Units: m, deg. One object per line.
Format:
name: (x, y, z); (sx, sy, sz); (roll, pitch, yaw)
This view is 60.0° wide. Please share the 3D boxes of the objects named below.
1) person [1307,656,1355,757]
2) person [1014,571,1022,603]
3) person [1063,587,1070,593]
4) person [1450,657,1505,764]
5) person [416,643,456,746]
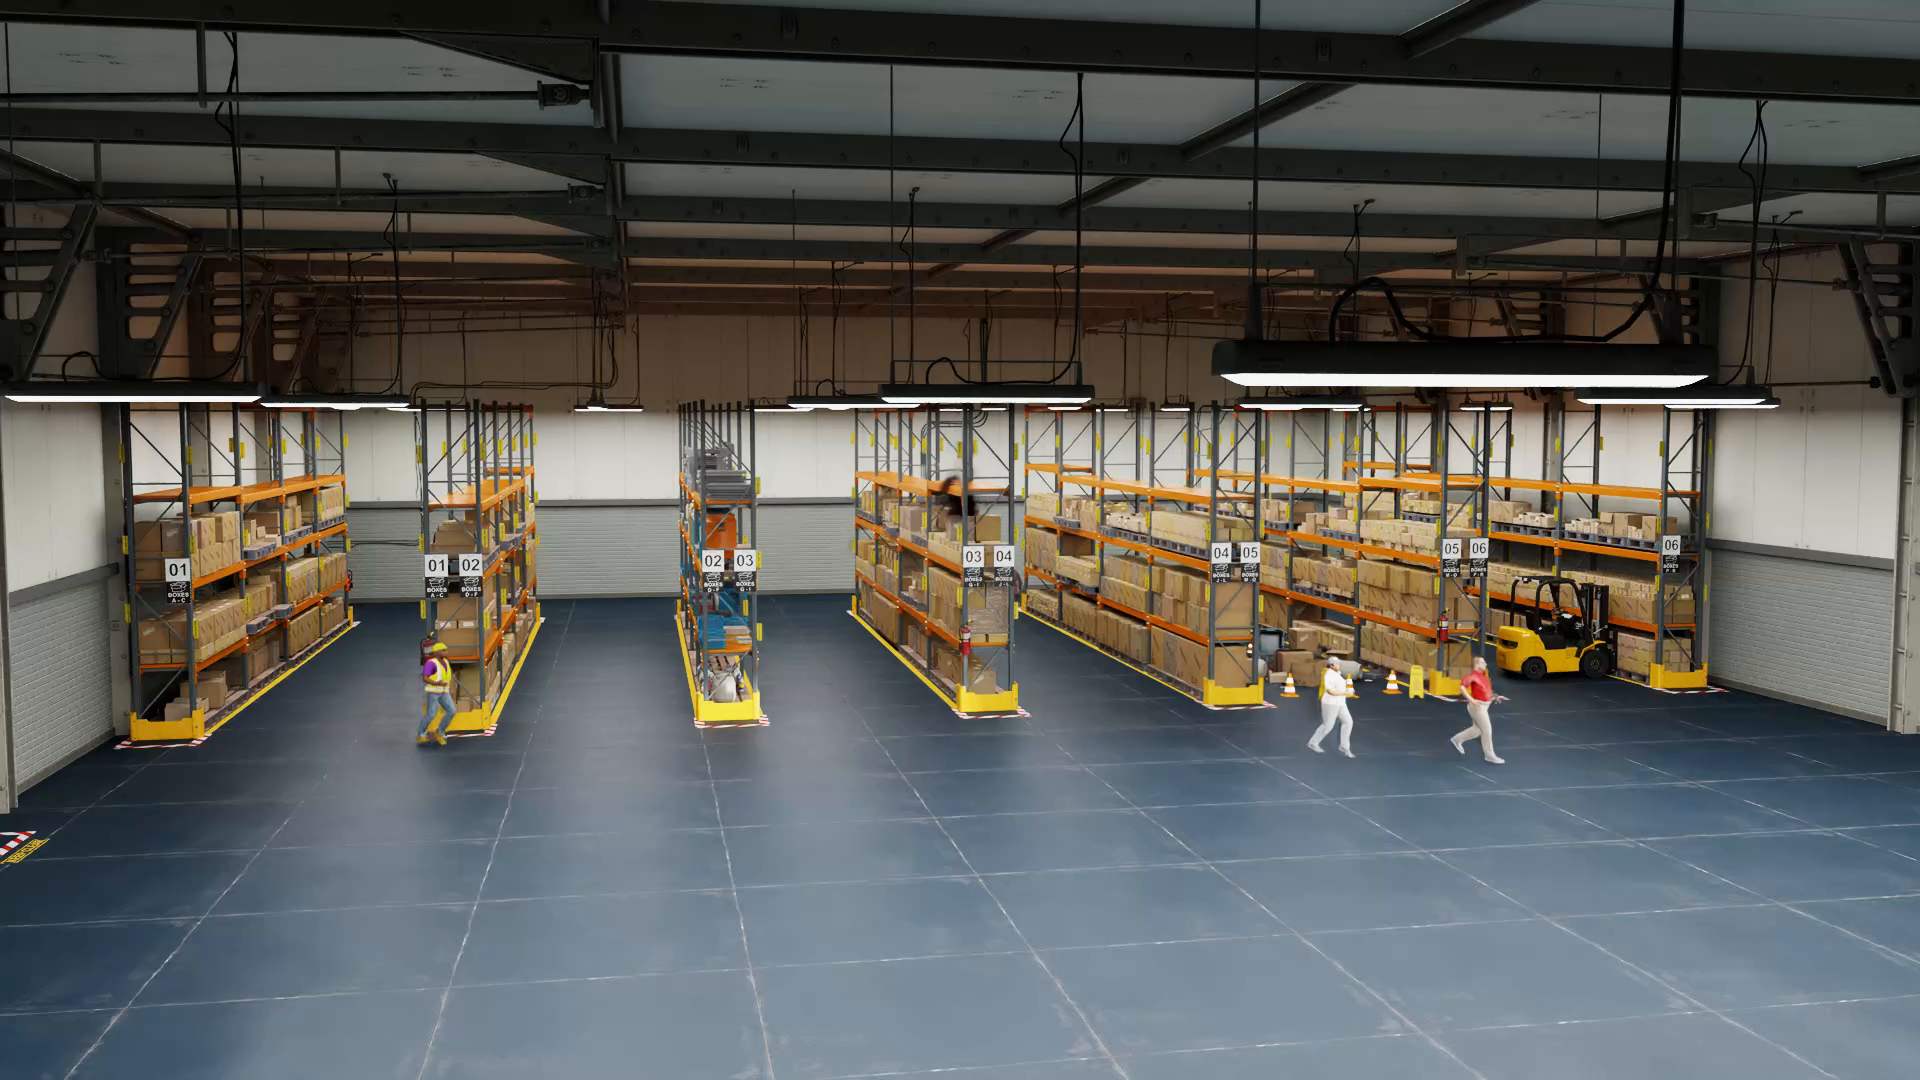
person: (6.240, 2.801, 27.931); (0.759, 1.719, 0.608); (3, 5, 32)
person: (1.322, 1.481, 44.818); (0.702, 1.753, 0.611); (0, 4, -4)
person: (3.145, 1.200, 49.677); (0.522, 1.542, 0.579); (2, 5, 28)
person: (8.543, 2.782, 27.448); (0.934, 1.717, 0.672); (3, 5, 34)
person: (-9.059, 2.673, 28.879); (0.689, 1.780, 0.733); (2, 5, 25)
